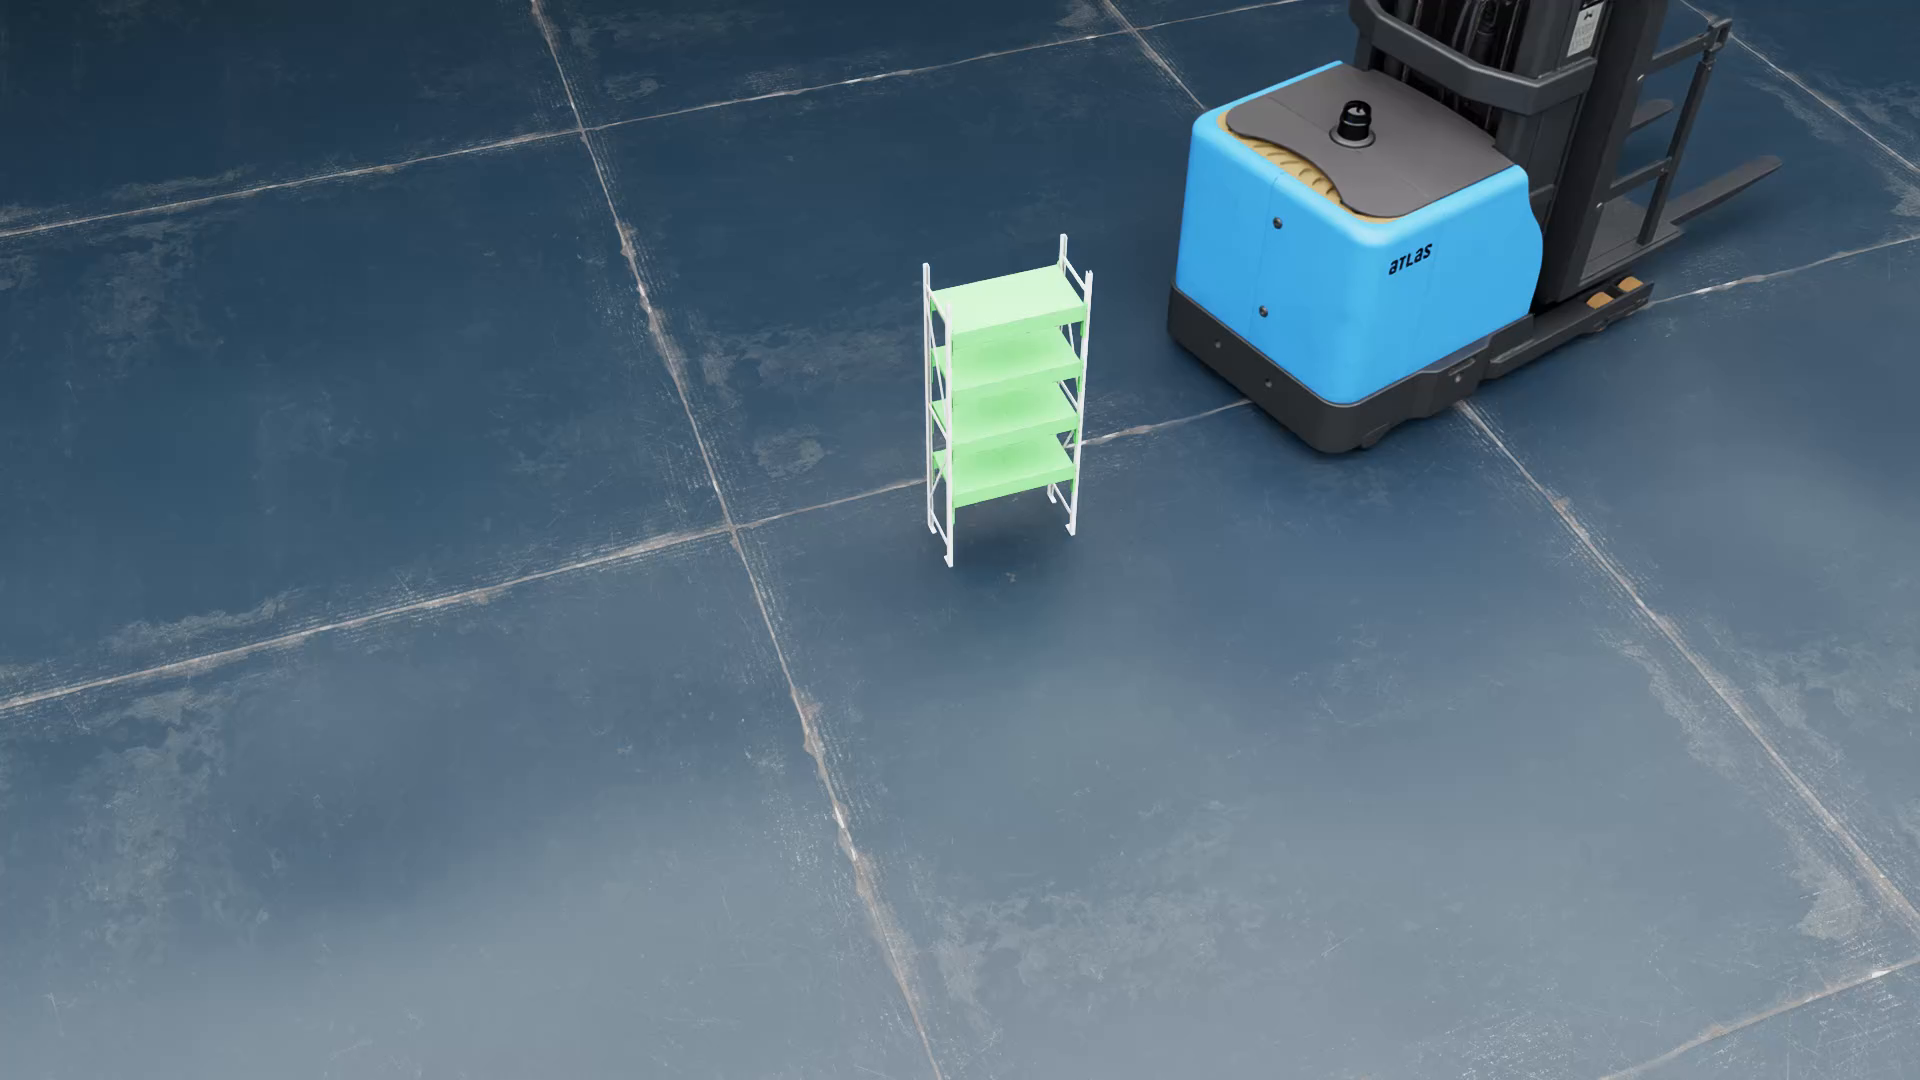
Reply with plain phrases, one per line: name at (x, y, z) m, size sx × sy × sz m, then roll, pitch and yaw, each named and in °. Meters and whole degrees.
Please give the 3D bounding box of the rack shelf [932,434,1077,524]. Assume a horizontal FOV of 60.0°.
rack shelf at (0.156, -0.249, 6.080) m, size 0.480 × 0.148 × 0.258 m, roll -14°, pitch 47°, yaw -14°

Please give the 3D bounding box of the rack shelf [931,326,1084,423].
rack shelf at (0.156, -0.588, 5.740) m, size 0.480 × 0.148 × 0.258 m, roll -14°, pitch 47°, yaw -14°

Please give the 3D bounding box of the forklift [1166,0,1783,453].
forklift at (2.375, -2.210, 6.383) m, size 3.031 × 2.935 × 1.130 m, roll -26°, pitch 51°, yaw -24°

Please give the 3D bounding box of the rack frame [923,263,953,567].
rack frame at (-0.074, -0.405, 5.806) m, size 0.015 × 1.200 × 0.240 m, roll -14°, pitch 47°, yaw -14°

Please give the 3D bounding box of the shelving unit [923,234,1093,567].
shelving unit at (0.156, -0.463, 5.865) m, size 0.503 × 1.200 × 0.258 m, roll -14°, pitch 47°, yaw -14°

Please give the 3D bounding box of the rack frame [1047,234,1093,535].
rack frame at (0.385, -0.522, 5.923) m, size 0.015 × 1.200 × 0.240 m, roll -14°, pitch 47°, yaw -14°

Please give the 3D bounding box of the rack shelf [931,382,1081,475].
rack shelf at (0.156, -0.418, 5.910) m, size 0.480 × 0.148 × 0.258 m, roll -14°, pitch 47°, yaw -14°

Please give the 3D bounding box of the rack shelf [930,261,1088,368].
rack shelf at (0.156, -0.757, 5.570) m, size 0.480 × 0.148 × 0.258 m, roll -14°, pitch 47°, yaw -14°
